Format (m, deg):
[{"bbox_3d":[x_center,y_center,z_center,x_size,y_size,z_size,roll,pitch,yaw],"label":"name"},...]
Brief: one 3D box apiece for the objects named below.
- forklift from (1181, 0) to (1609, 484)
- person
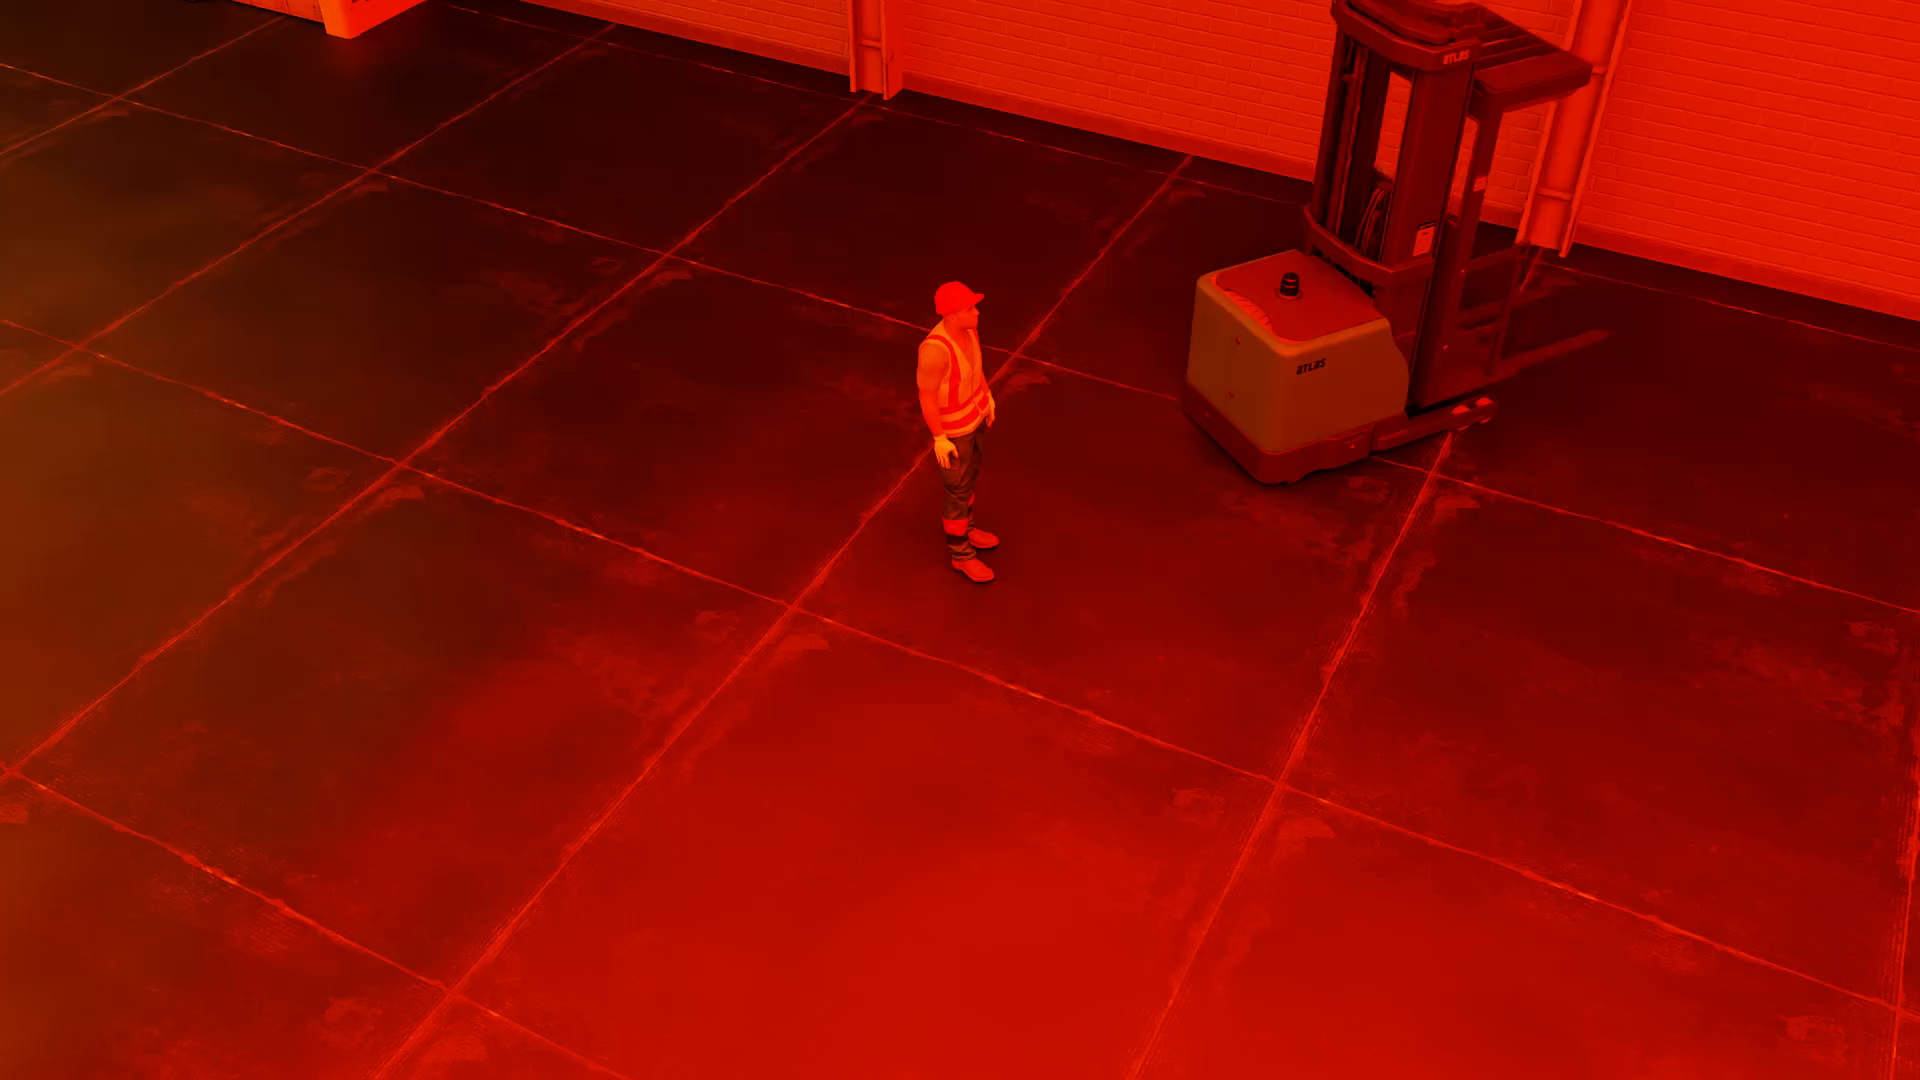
[{"bbox_3d":[3.043,-2.140,10.527,3.031,2.935,1.130,-18,43,-20],"label":"forklift"},{"bbox_3d":[0.065,-0.659,9.644,0.563,1.788,0.638,18,43,21],"label":"person"}]
